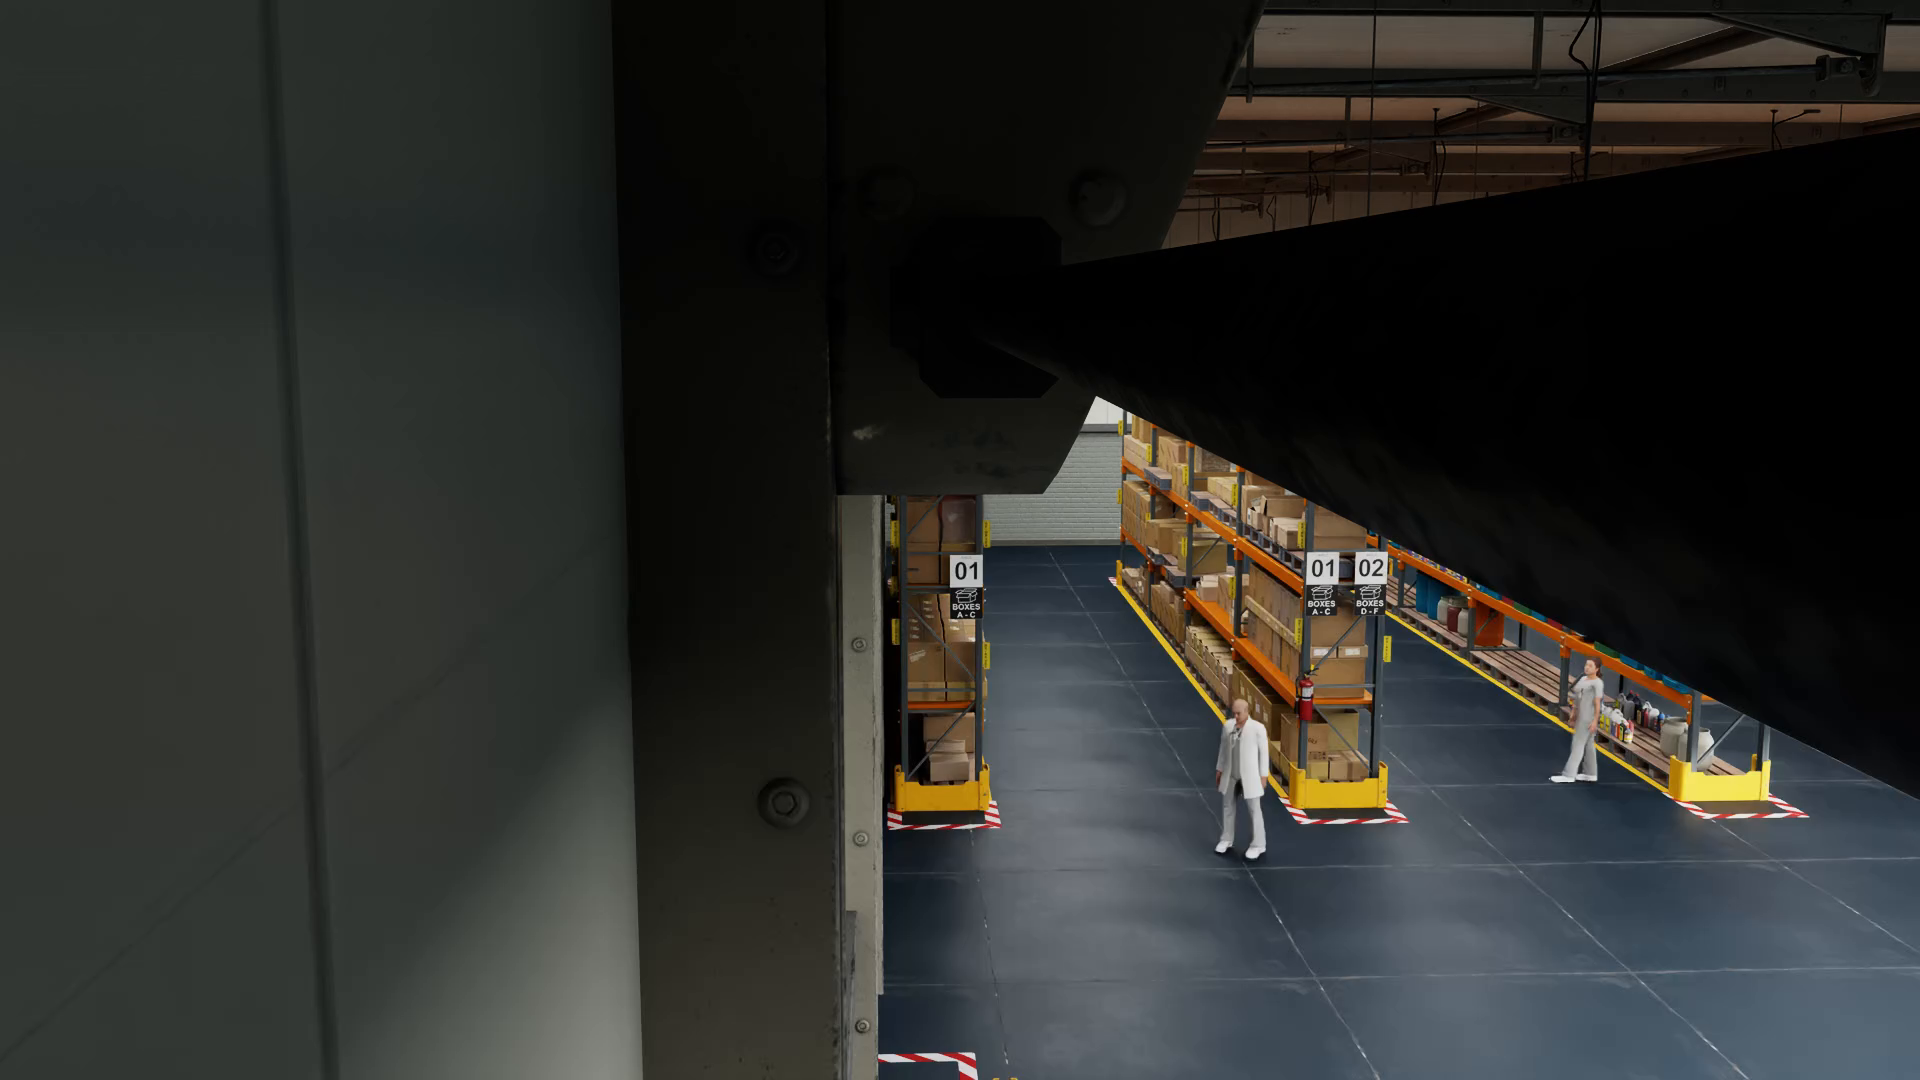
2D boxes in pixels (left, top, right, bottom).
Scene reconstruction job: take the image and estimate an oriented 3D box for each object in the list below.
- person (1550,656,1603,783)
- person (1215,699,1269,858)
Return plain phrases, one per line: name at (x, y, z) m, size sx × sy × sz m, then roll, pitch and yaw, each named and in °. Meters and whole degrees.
person at (8.028, 2.327, 21.646) m, size 0.617 × 1.665 × 0.457 m, roll 1°, pitch 9°, yaw 8°
person at (3.156, 2.678, 18.858) m, size 0.640 × 1.777 × 0.433 m, roll 6°, pitch 10°, yaw 36°
